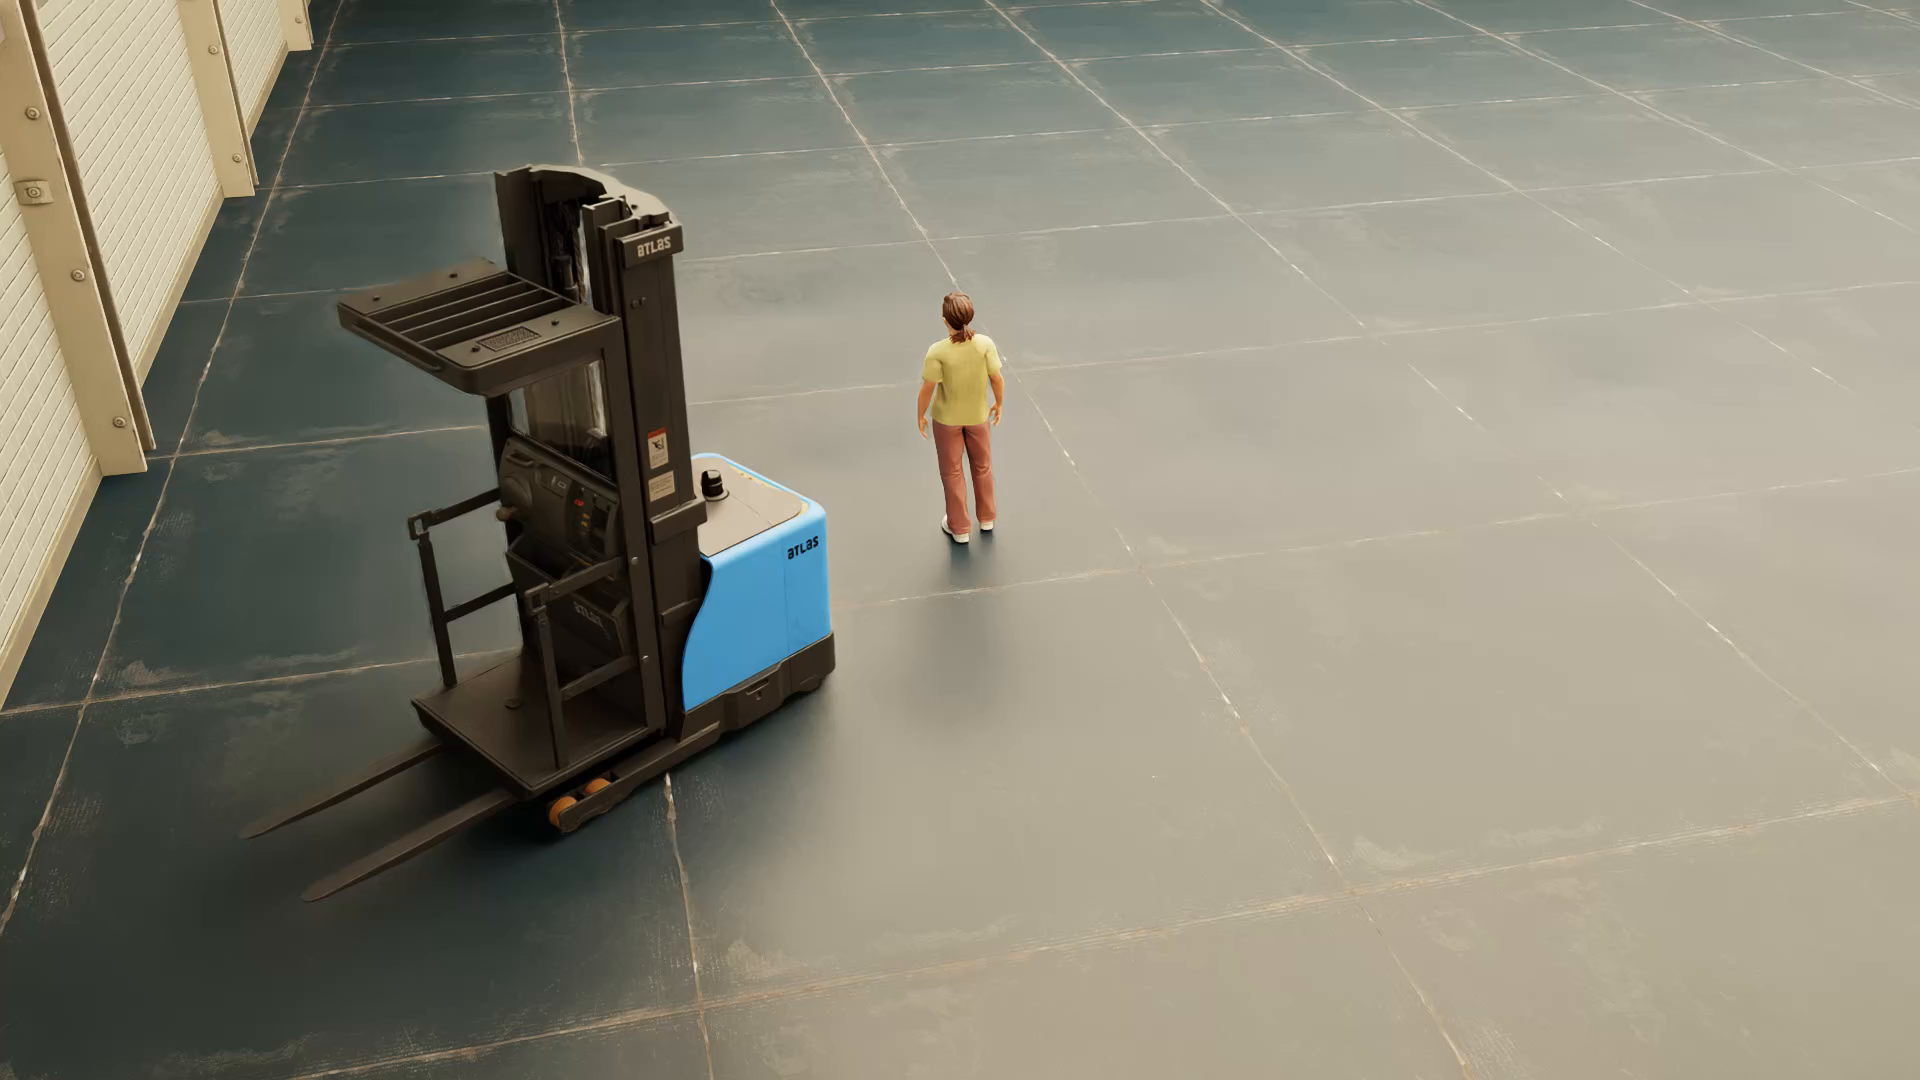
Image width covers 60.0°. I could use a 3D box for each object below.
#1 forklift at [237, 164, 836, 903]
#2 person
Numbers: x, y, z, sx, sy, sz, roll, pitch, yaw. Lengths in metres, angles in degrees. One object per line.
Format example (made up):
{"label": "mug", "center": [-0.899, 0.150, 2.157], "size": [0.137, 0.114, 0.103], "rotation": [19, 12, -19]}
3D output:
{"label": "forklift", "center": [-2.066, -0.146, 7.827], "size": [1.130, 2.935, 3.031], "rotation": [26, 39, 37]}
{"label": "person", "center": [-0.007, -0.768, 10.141], "size": [0.555, 1.675, 0.549], "rotation": [-7, 31, -12]}
